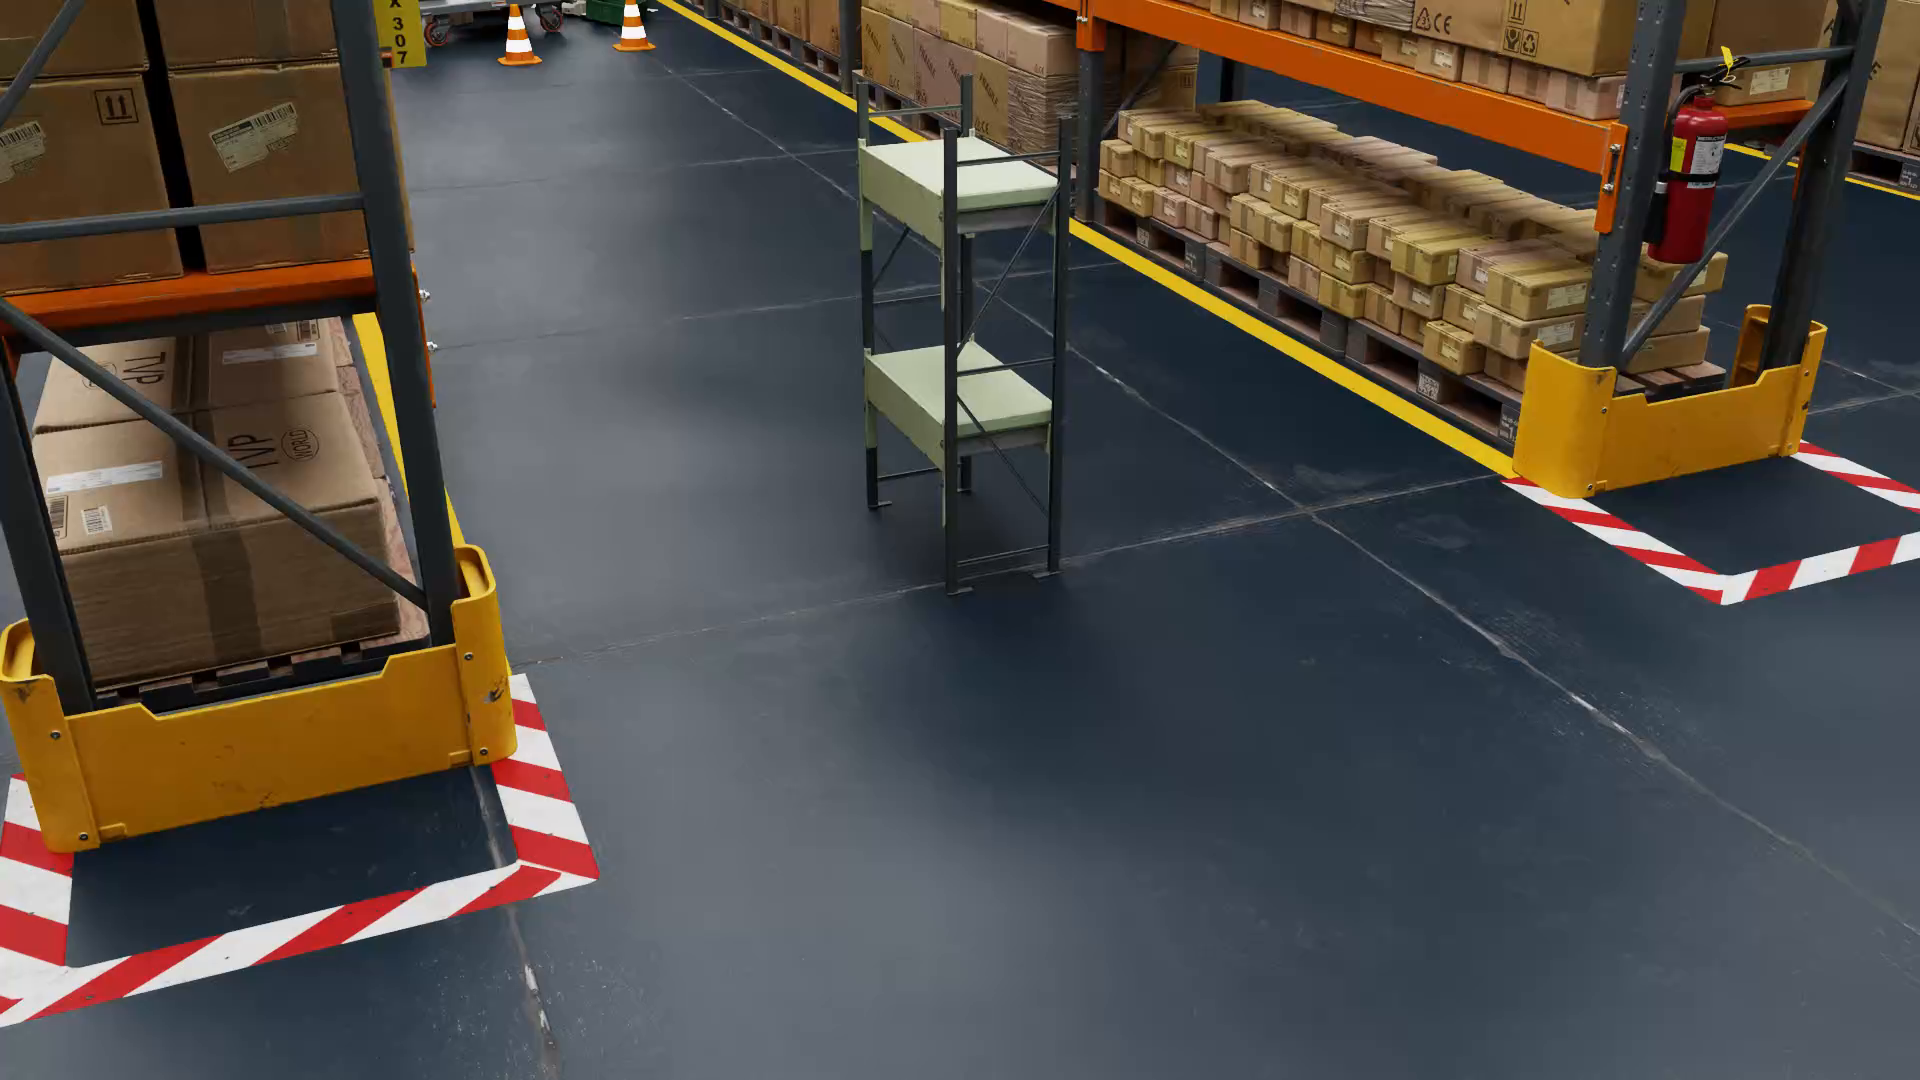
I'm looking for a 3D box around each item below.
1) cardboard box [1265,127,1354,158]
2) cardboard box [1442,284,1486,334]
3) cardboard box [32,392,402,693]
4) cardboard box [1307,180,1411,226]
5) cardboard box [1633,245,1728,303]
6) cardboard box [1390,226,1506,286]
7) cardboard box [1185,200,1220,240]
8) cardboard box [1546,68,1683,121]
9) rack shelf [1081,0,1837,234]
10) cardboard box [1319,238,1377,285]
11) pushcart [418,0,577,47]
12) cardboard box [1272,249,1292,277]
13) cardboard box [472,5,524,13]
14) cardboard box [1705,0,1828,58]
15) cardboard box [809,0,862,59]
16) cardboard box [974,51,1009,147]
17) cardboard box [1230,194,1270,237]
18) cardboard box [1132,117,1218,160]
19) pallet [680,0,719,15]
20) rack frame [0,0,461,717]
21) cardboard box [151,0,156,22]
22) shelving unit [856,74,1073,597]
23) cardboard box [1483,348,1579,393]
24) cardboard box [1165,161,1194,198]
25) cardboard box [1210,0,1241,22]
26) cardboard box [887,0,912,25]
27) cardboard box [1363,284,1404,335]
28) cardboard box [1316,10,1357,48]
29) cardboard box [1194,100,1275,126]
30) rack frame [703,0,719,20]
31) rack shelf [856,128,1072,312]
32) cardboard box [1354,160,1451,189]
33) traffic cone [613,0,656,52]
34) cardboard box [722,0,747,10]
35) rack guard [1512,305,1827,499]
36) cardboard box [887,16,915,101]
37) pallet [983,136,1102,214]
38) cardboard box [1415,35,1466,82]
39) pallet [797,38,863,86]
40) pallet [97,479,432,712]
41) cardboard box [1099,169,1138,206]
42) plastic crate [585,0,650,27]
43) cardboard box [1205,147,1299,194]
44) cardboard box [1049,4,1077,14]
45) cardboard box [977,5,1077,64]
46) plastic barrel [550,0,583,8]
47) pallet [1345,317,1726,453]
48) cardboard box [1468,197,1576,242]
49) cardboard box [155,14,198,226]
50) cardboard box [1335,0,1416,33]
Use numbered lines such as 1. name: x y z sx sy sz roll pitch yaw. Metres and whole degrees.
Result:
1. cardboard box: 1.786 -2.004 8.528 0.380 0.149 0.250 -10 28 -19
2. cardboard box: 2.181 -0.947 6.702 0.380 0.149 0.250 -11 28 -22
3. cardboard box: -2.162 -0.022 4.818 0.875 0.438 0.875 -12 28 -22
4. cardboard box: 1.798 -1.506 7.507 0.380 0.149 0.250 -12 28 -22
5. cardboard box: 2.811 -1.072 6.618 0.380 0.149 0.250 -12 28 -23
6. cardboard box: 1.999 -1.166 6.812 0.380 0.149 0.250 -11 28 -22
7. cardboard box: 1.378 -1.654 8.490 0.380 0.149 0.250 -11 28 -22
8. cardboard box: 2.315 -1.597 5.888 0.380 0.149 0.250 -11 28 -21
9. rack shelf: 1.920 -2.111 7.474 1.077 0.370 4.000 -11 28 -21
10. cardboard box: 1.814 -1.248 7.320 0.380 0.149 0.250 -10 28 -20
11. pushcart: -4.433 -4.813 15.178 1.648 0.377 0.936 -22 34 -38
12. cardboard box: 1.702 -1.337 7.841 0.380 0.149 0.250 -10 28 -19
13. cardboard box: -4.687 -5.484 16.253 0.797 0.637 0.503 -11 28 -21
14. cardboard box: 2.782 -2.034 6.044 0.500 0.500 0.500 -9 28 -18
15. cardboard box: -0.586 -4.295 13.214 1.050 0.750 0.750 -11 28 -21
16. cardboard box: 0.414 -2.770 10.374 0.500 0.500 0.500 -11 28 -22
17. cardboard box: 1.524 -1.565 7.969 0.380 0.149 0.250 -11 28 -21
18. cardboard box: 1.134 -2.120 8.767 0.380 0.149 0.250 -9 27 -18
19. pallet: -2.222 -5.538 16.853 1.003 0.211 1.213 -11 28 -21
20. rack frame: -1.812 -0.735 3.837 1.000 3.000 0.127 -11 28 -21
21. cardboard box: -2.638 -1.341 4.963 0.500 0.500 0.500 -10 28 -19
22. shelving unit: -0.003 -0.677 5.426 0.431 1.500 0.755 -11 28 -21
23. cardboard box: 2.305 -0.711 6.558 0.380 0.149 0.250 -10 28 -20
24. cardboard box: 1.294 -1.903 8.659 0.380 0.149 0.250 -11 28 -21
25. cardboard box: 1.408 -2.544 7.828 0.380 0.149 0.250 -10 28 -20
26. cardboard box: -0.184 -3.734 11.495 0.500 0.250 0.500 -11 28 -21
27. cardboard box: 1.978 -1.016 7.183 0.380 0.149 0.250 -10 28 -20
28. cardboard box: 1.773 -2.236 7.198 0.380 0.149 0.250 -10 28 -20
29. cardboard box: 1.516 -2.318 9.170 0.380 0.149 0.250 -10 28 -19
30. rack frame: -1.996 -6.471 15.585 1.000 3.000 0.127 -11 28 -21
31. rack shelf: -0.003 -1.027 5.255 0.431 0.370 0.720 -11 28 -21
32. cardboard box: 2.090 -1.684 7.874 0.380 0.149 0.250 -11 28 -20
33. traffic cone: -2.861 -4.530 14.501 0.336 0.463 0.334 -11 28 -21
34. cardboard box: -1.670 -5.414 15.505 1.050 0.750 0.750 -11 28 -21
35. rack guard: 2.673 -0.534 6.274 1.175 0.500 0.348 -11 28 -21
36. cardboard box: -0.187 -3.390 11.645 0.500 0.500 0.500 -10 28 -20
37. pallet: 0.830 -2.302 10.225 1.003 0.211 1.213 -11 28 -21
38. cardboard box: 2.019 -1.901 6.512 0.380 0.149 0.250 -10 28 -19
39. pallet: -0.669 -3.934 13.568 1.003 0.211 1.213 -11 28 -21
40. pallet: -2.197 0.208 5.083 1.003 0.211 1.213 -11 28 -21
41. cardboard box: 0.984 -1.947 9.089 0.380 0.149 0.250 -12 28 -23
42. plastic crate: -3.270 -5.078 15.872 0.450 0.188 0.662 12 27 2
43. cardboard box: 1.426 -1.809 8.128 0.380 0.149 0.250 -10 28 -19
44. cardboard box: 0.880 -3.202 10.405 0.500 0.250 0.500 -10 28 -19
45. cardboard box: 0.423 -3.111 10.218 0.500 0.250 0.500 -9 28 -18
46. plastic barrel: -3.852 -5.508 16.548 0.512 0.421 0.421 8 27 15
47. pallet: 2.388 -0.738 7.022 1.003 0.211 1.213 -11 28 -21
48. cardboard box: 2.438 -1.372 7.233 0.380 0.149 0.250 -12 28 -23
49. cardboard box: -1.959 -1.223 4.722 0.500 0.500 0.500 -11 28 -21
50. cardboard box: 1.886 -2.354 6.700 0.500 0.500 0.500 -10 28 -20
